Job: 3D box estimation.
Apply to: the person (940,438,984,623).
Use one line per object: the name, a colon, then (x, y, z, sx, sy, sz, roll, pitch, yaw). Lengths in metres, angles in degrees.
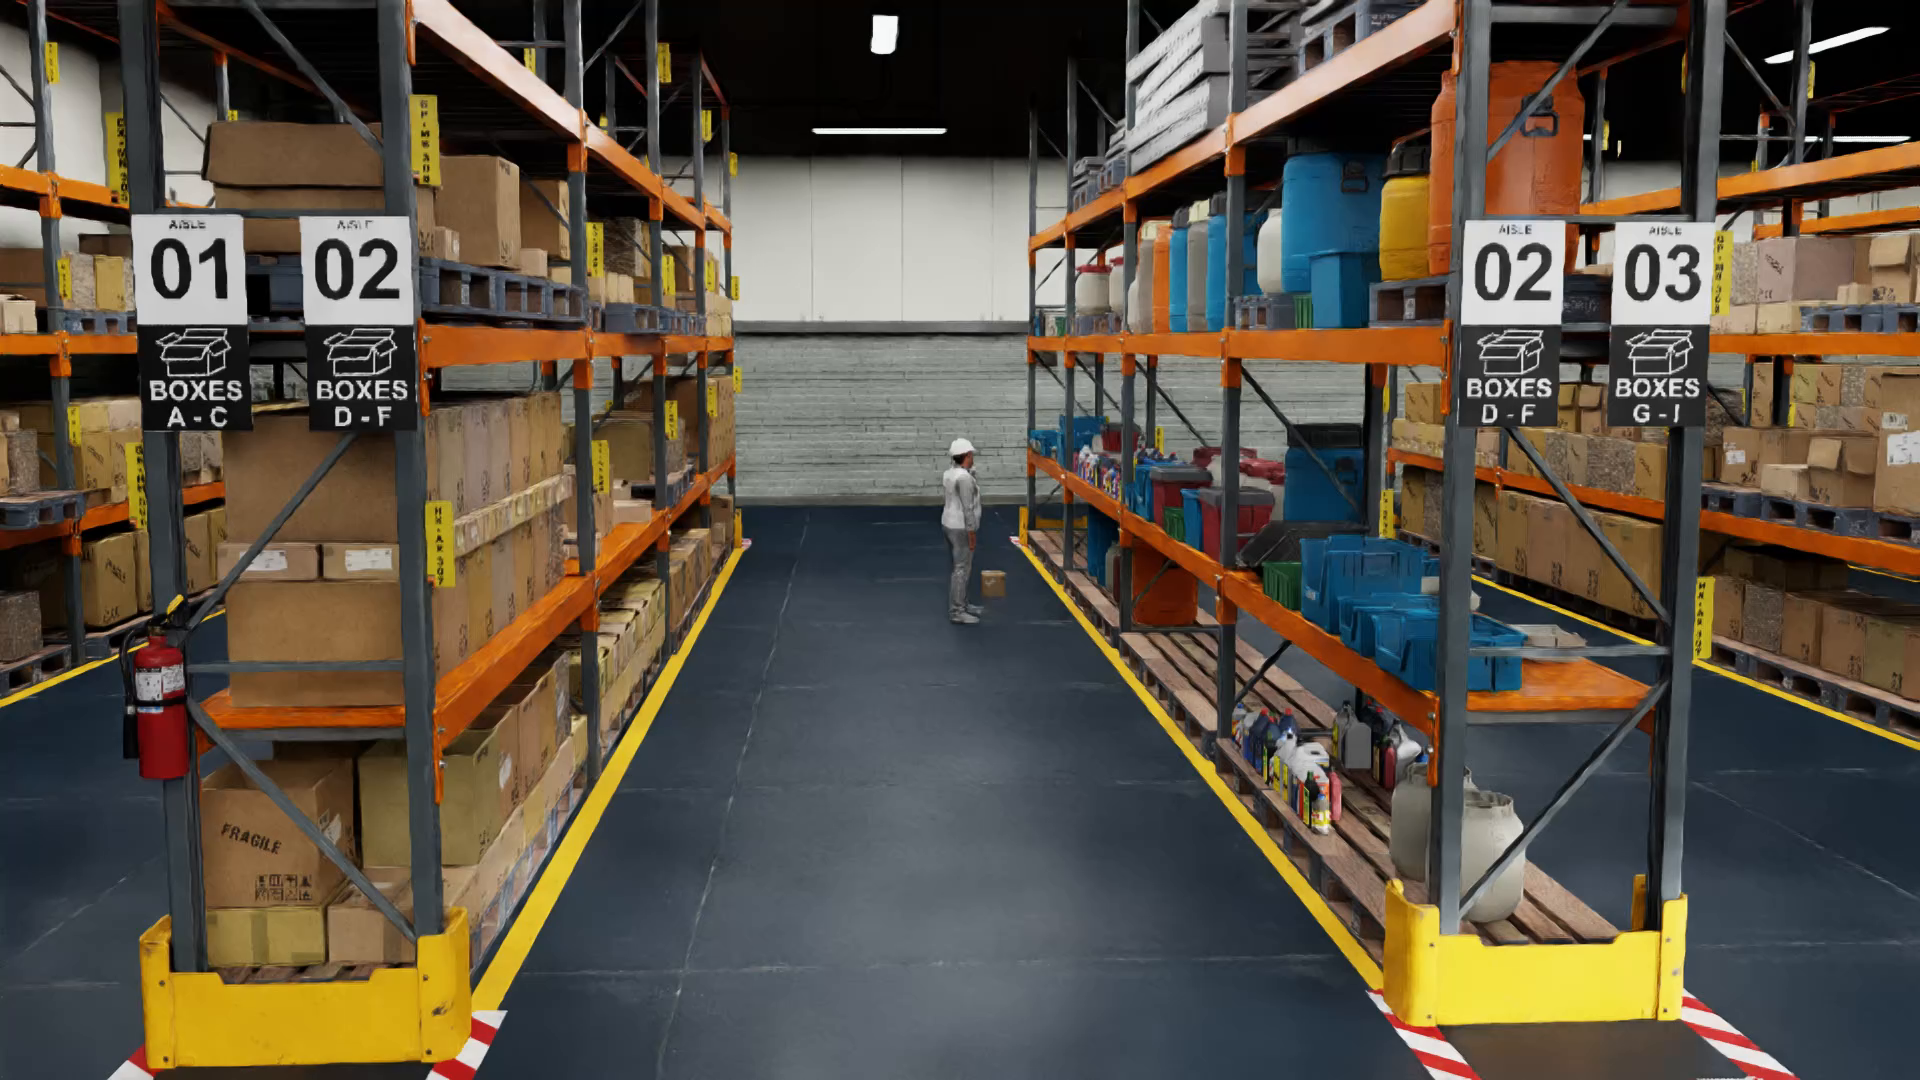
person: (0.067, -0.103, 16.304, 0.470, 1.772, 0.584, -2, 7, -18)
